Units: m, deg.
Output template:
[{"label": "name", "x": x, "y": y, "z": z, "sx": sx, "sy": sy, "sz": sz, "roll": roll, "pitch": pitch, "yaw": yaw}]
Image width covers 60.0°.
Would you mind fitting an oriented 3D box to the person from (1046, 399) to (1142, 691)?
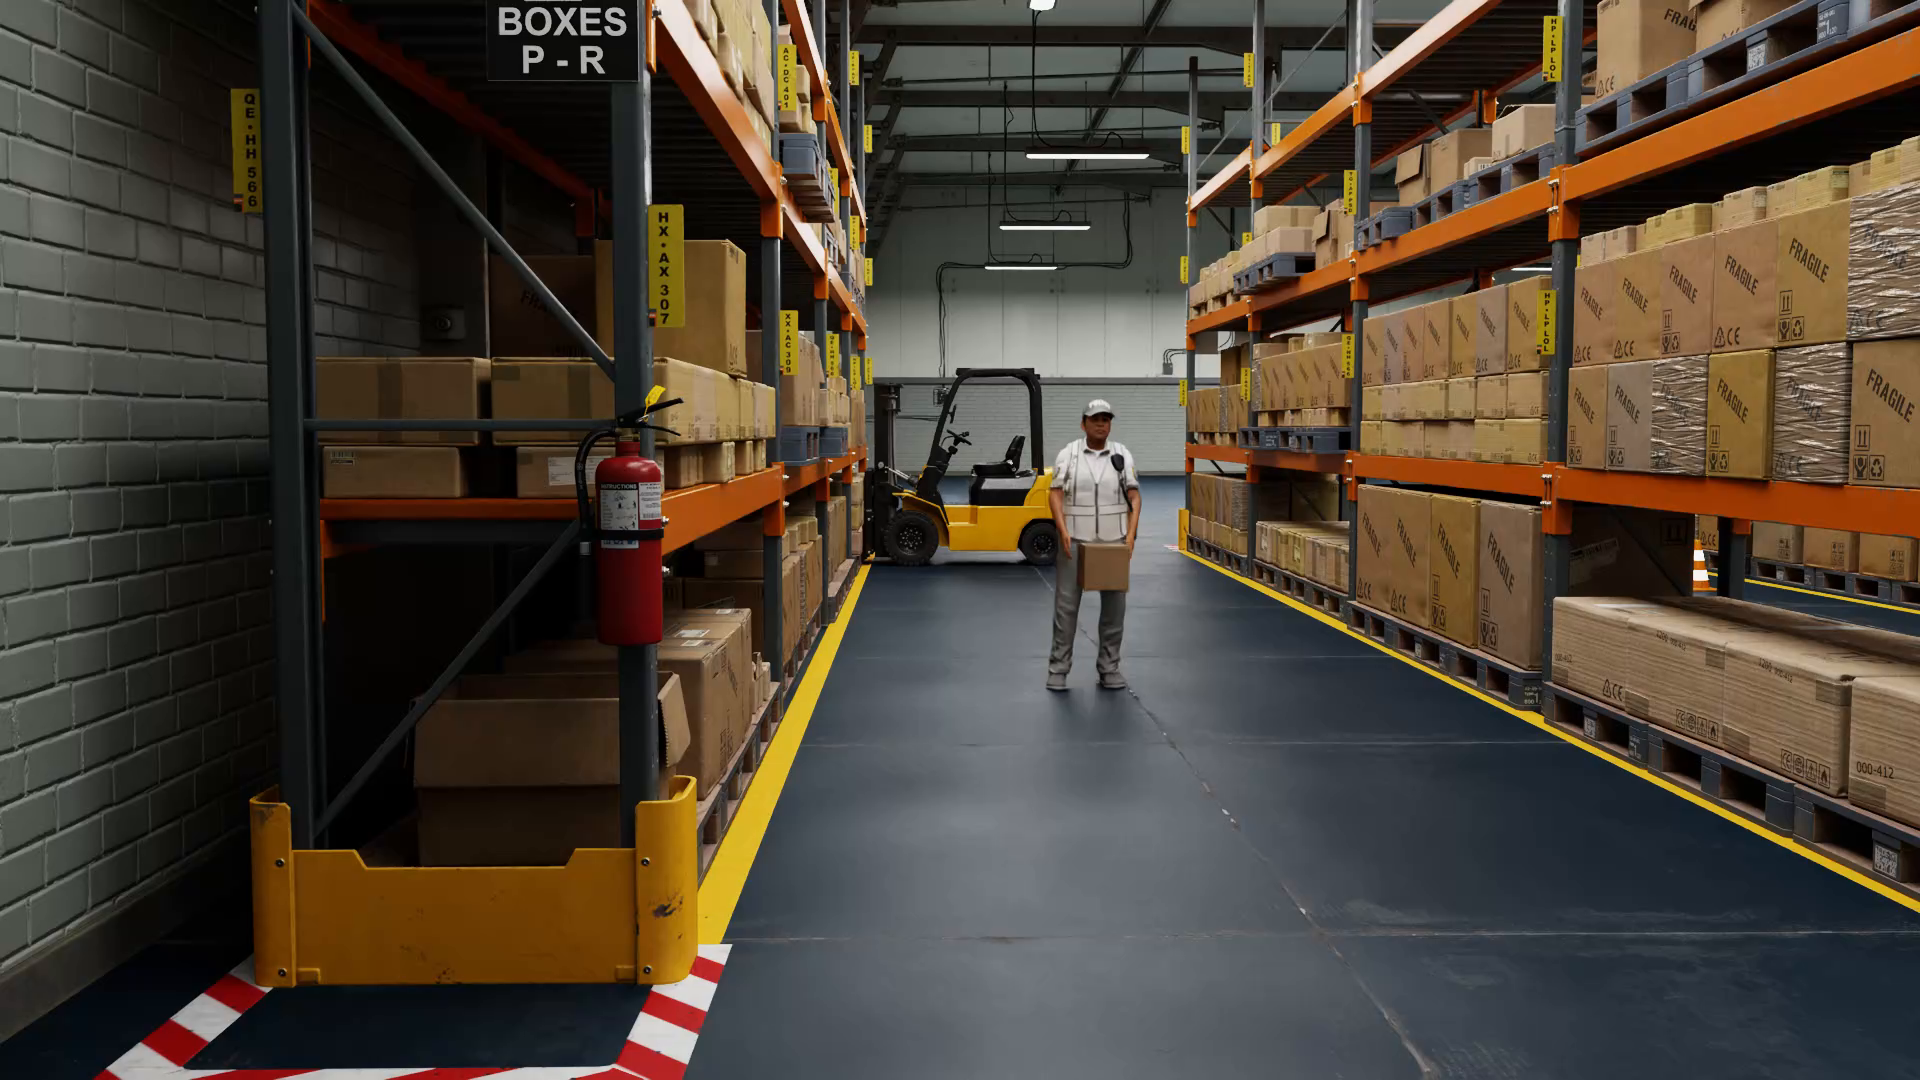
[{"label": "person", "x": 0.771, "y": 0.023, "z": 9.588, "sx": 0.562, "sy": 1.667, "sz": 0.423, "roll": 0, "pitch": 4, "yaw": -1}]
